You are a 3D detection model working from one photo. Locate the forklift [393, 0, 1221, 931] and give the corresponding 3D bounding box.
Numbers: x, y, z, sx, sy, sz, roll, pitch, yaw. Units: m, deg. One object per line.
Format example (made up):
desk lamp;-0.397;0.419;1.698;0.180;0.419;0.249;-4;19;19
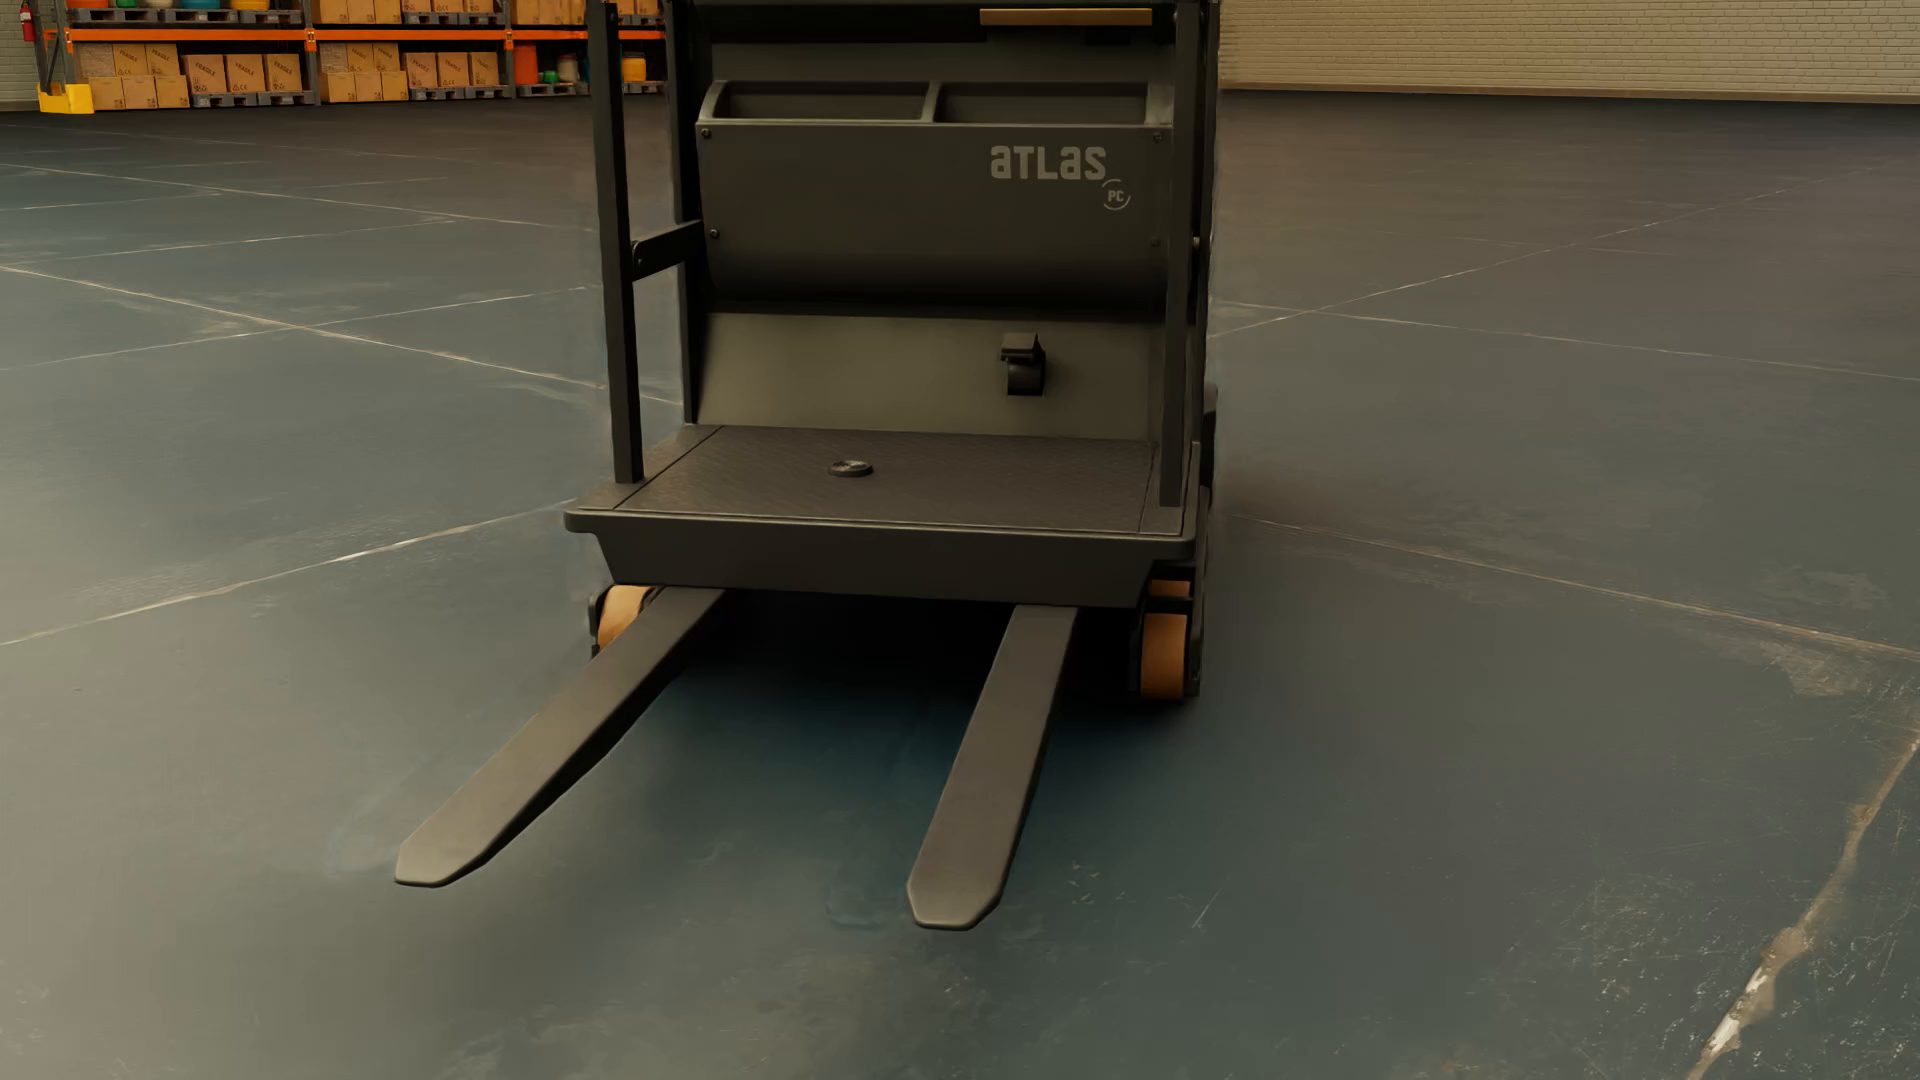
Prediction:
forklift;-0.080;-1.220;2.916;1.130;2.935;3.031;3;17;9
